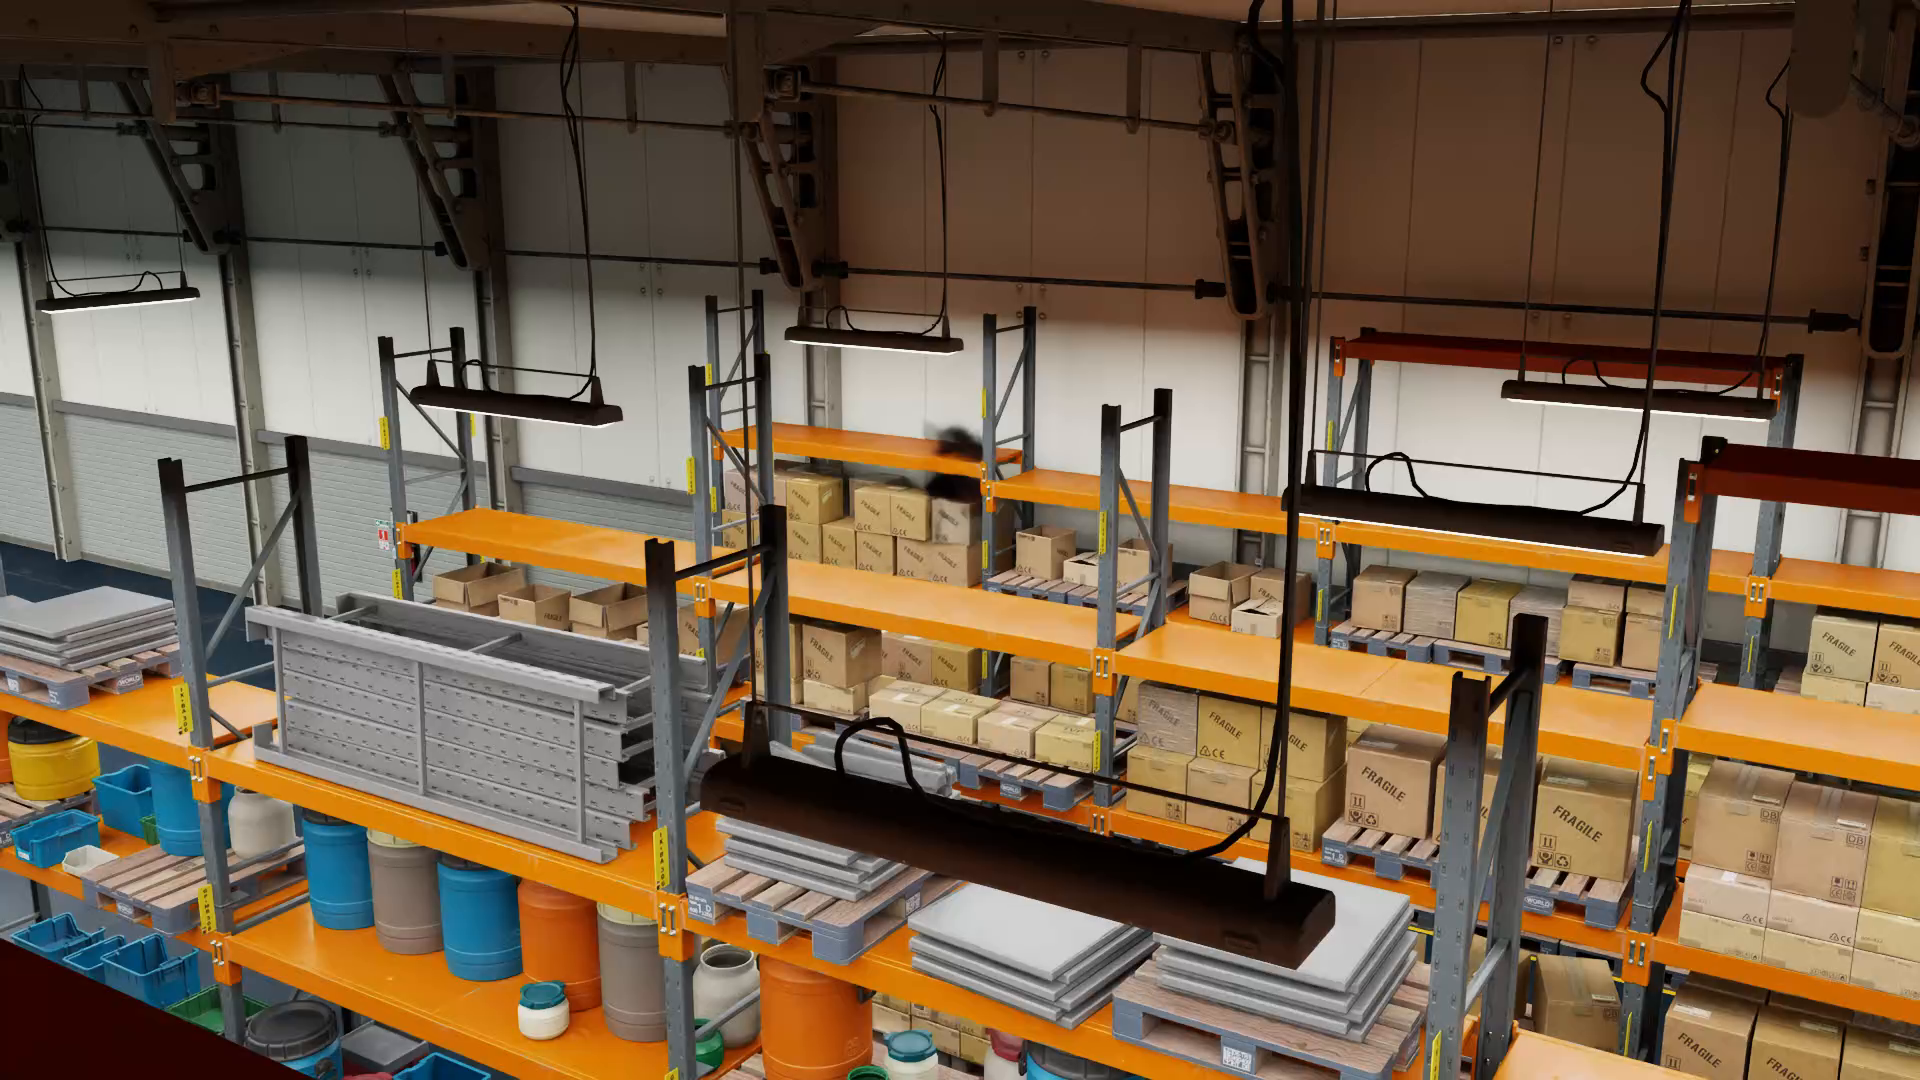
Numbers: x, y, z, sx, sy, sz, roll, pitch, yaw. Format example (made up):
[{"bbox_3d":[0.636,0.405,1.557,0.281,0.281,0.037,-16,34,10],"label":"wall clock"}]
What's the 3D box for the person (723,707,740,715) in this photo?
[{"bbox_3d":[-2.449,2.611,17.980,0.768,1.904,0.640,9,16,32],"label":"person"}]
